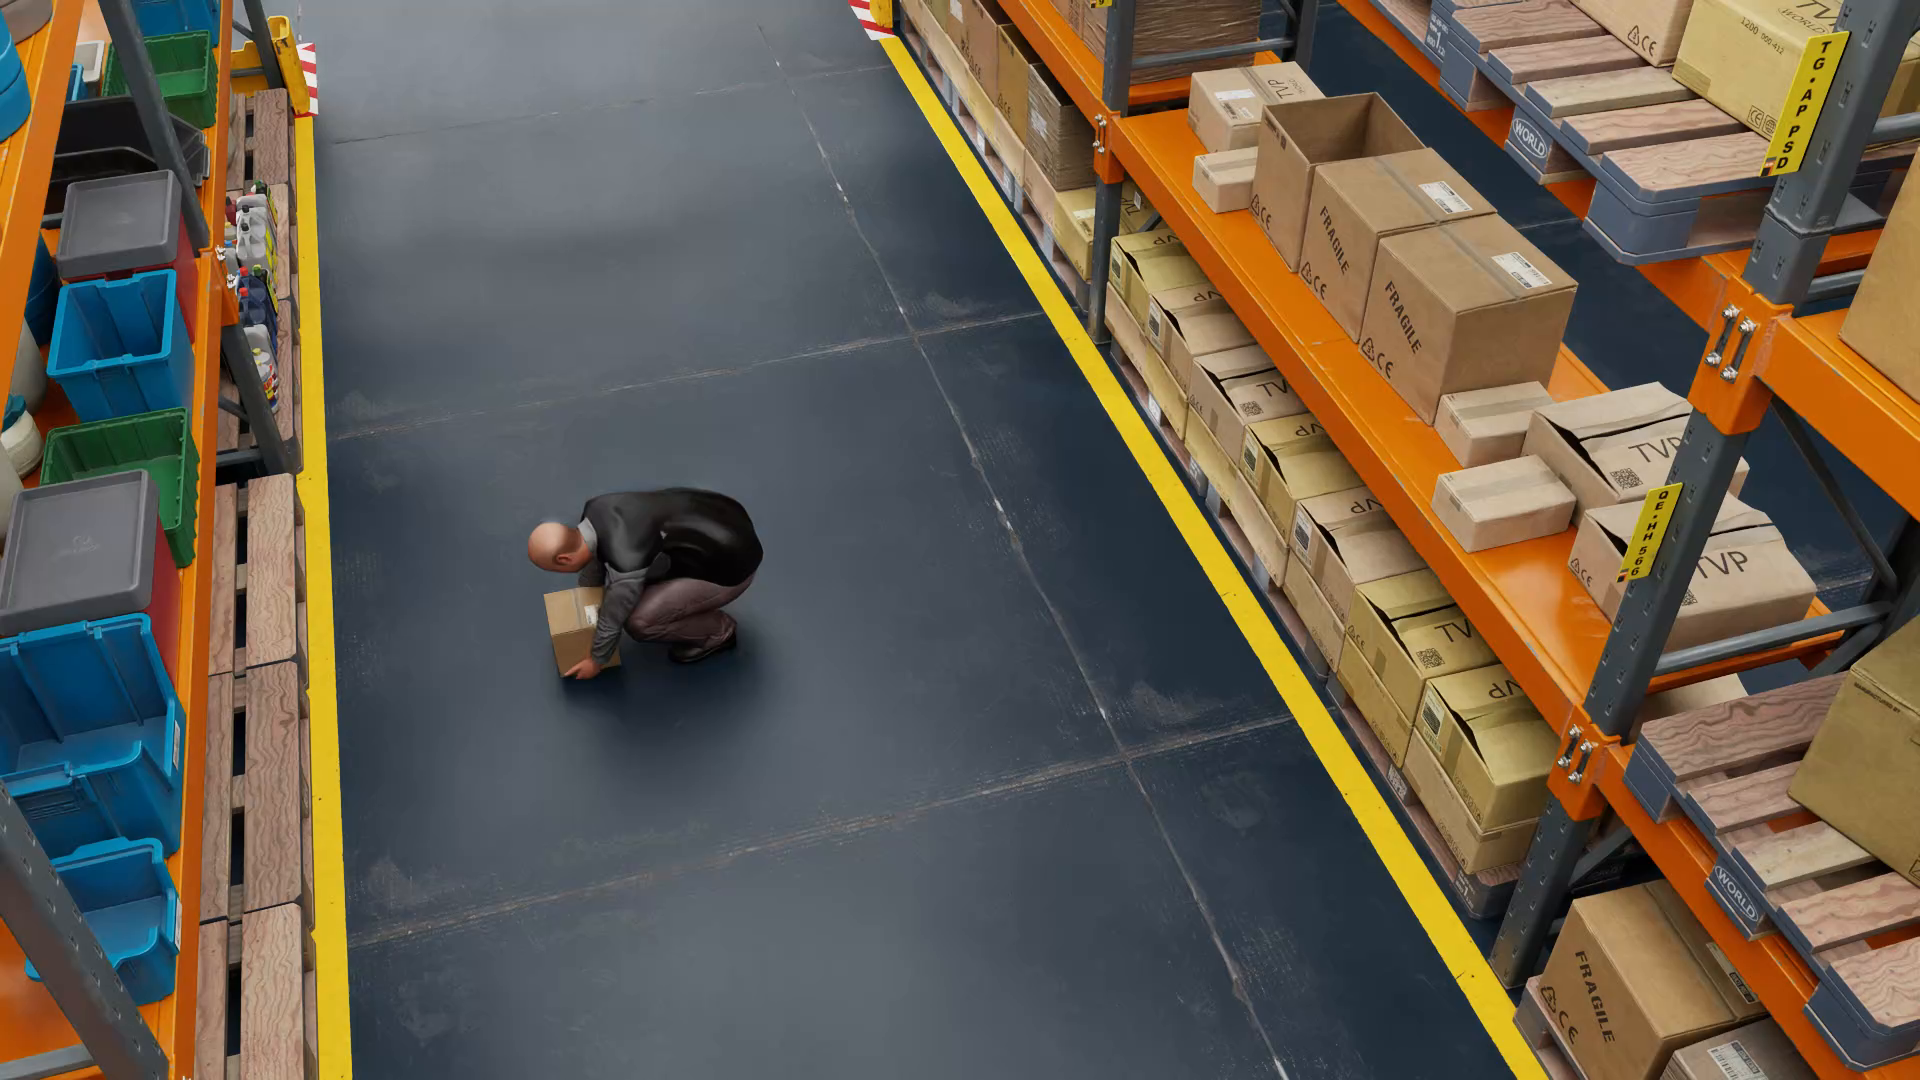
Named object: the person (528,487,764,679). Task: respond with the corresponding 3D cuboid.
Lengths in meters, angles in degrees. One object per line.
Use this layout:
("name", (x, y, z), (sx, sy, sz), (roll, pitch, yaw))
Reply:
("person", (-1.256, 0.159, 6.784), (0.907, 0.825, 0.519), (-12, 43, -13))
